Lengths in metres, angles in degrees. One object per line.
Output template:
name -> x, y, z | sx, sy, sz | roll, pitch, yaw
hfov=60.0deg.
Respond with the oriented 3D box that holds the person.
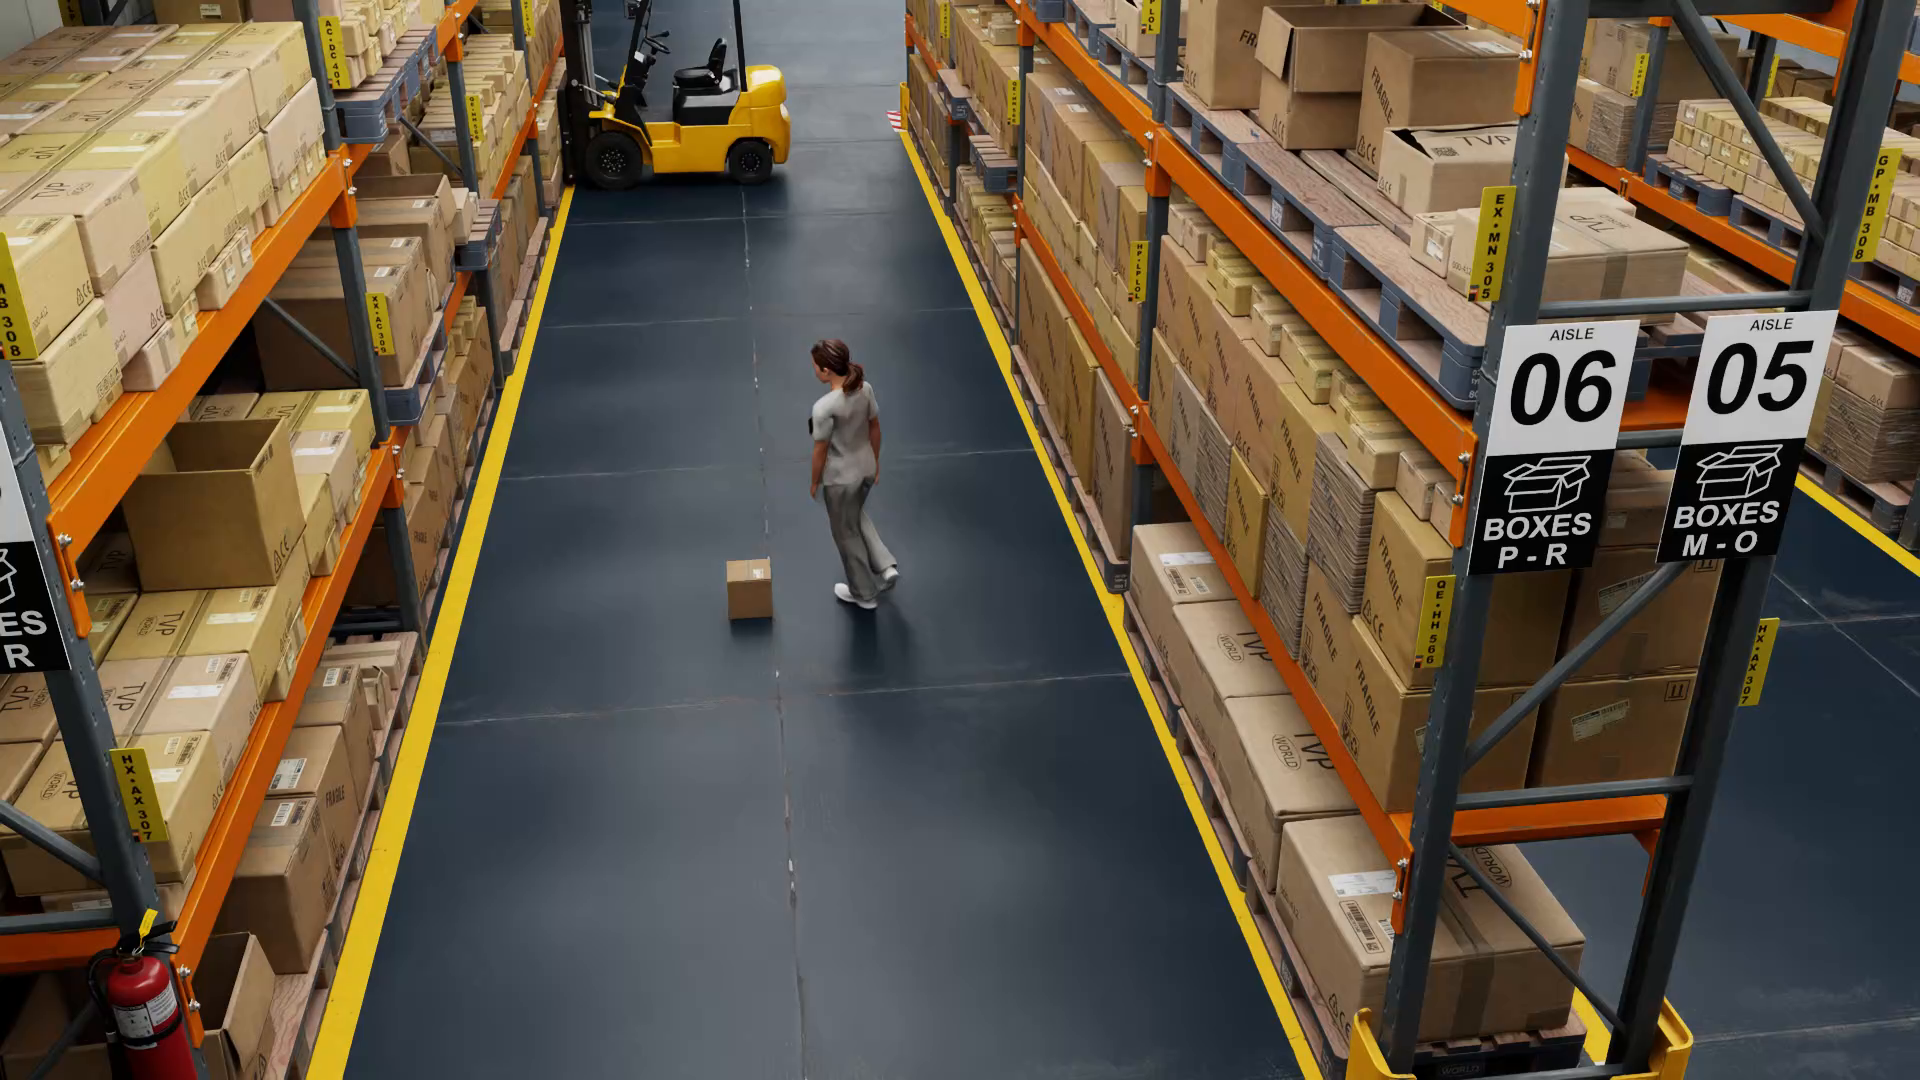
person -> -0.627, -0.354, 9.285 | 0.457, 1.658, 0.496 | 20, 33, 33
